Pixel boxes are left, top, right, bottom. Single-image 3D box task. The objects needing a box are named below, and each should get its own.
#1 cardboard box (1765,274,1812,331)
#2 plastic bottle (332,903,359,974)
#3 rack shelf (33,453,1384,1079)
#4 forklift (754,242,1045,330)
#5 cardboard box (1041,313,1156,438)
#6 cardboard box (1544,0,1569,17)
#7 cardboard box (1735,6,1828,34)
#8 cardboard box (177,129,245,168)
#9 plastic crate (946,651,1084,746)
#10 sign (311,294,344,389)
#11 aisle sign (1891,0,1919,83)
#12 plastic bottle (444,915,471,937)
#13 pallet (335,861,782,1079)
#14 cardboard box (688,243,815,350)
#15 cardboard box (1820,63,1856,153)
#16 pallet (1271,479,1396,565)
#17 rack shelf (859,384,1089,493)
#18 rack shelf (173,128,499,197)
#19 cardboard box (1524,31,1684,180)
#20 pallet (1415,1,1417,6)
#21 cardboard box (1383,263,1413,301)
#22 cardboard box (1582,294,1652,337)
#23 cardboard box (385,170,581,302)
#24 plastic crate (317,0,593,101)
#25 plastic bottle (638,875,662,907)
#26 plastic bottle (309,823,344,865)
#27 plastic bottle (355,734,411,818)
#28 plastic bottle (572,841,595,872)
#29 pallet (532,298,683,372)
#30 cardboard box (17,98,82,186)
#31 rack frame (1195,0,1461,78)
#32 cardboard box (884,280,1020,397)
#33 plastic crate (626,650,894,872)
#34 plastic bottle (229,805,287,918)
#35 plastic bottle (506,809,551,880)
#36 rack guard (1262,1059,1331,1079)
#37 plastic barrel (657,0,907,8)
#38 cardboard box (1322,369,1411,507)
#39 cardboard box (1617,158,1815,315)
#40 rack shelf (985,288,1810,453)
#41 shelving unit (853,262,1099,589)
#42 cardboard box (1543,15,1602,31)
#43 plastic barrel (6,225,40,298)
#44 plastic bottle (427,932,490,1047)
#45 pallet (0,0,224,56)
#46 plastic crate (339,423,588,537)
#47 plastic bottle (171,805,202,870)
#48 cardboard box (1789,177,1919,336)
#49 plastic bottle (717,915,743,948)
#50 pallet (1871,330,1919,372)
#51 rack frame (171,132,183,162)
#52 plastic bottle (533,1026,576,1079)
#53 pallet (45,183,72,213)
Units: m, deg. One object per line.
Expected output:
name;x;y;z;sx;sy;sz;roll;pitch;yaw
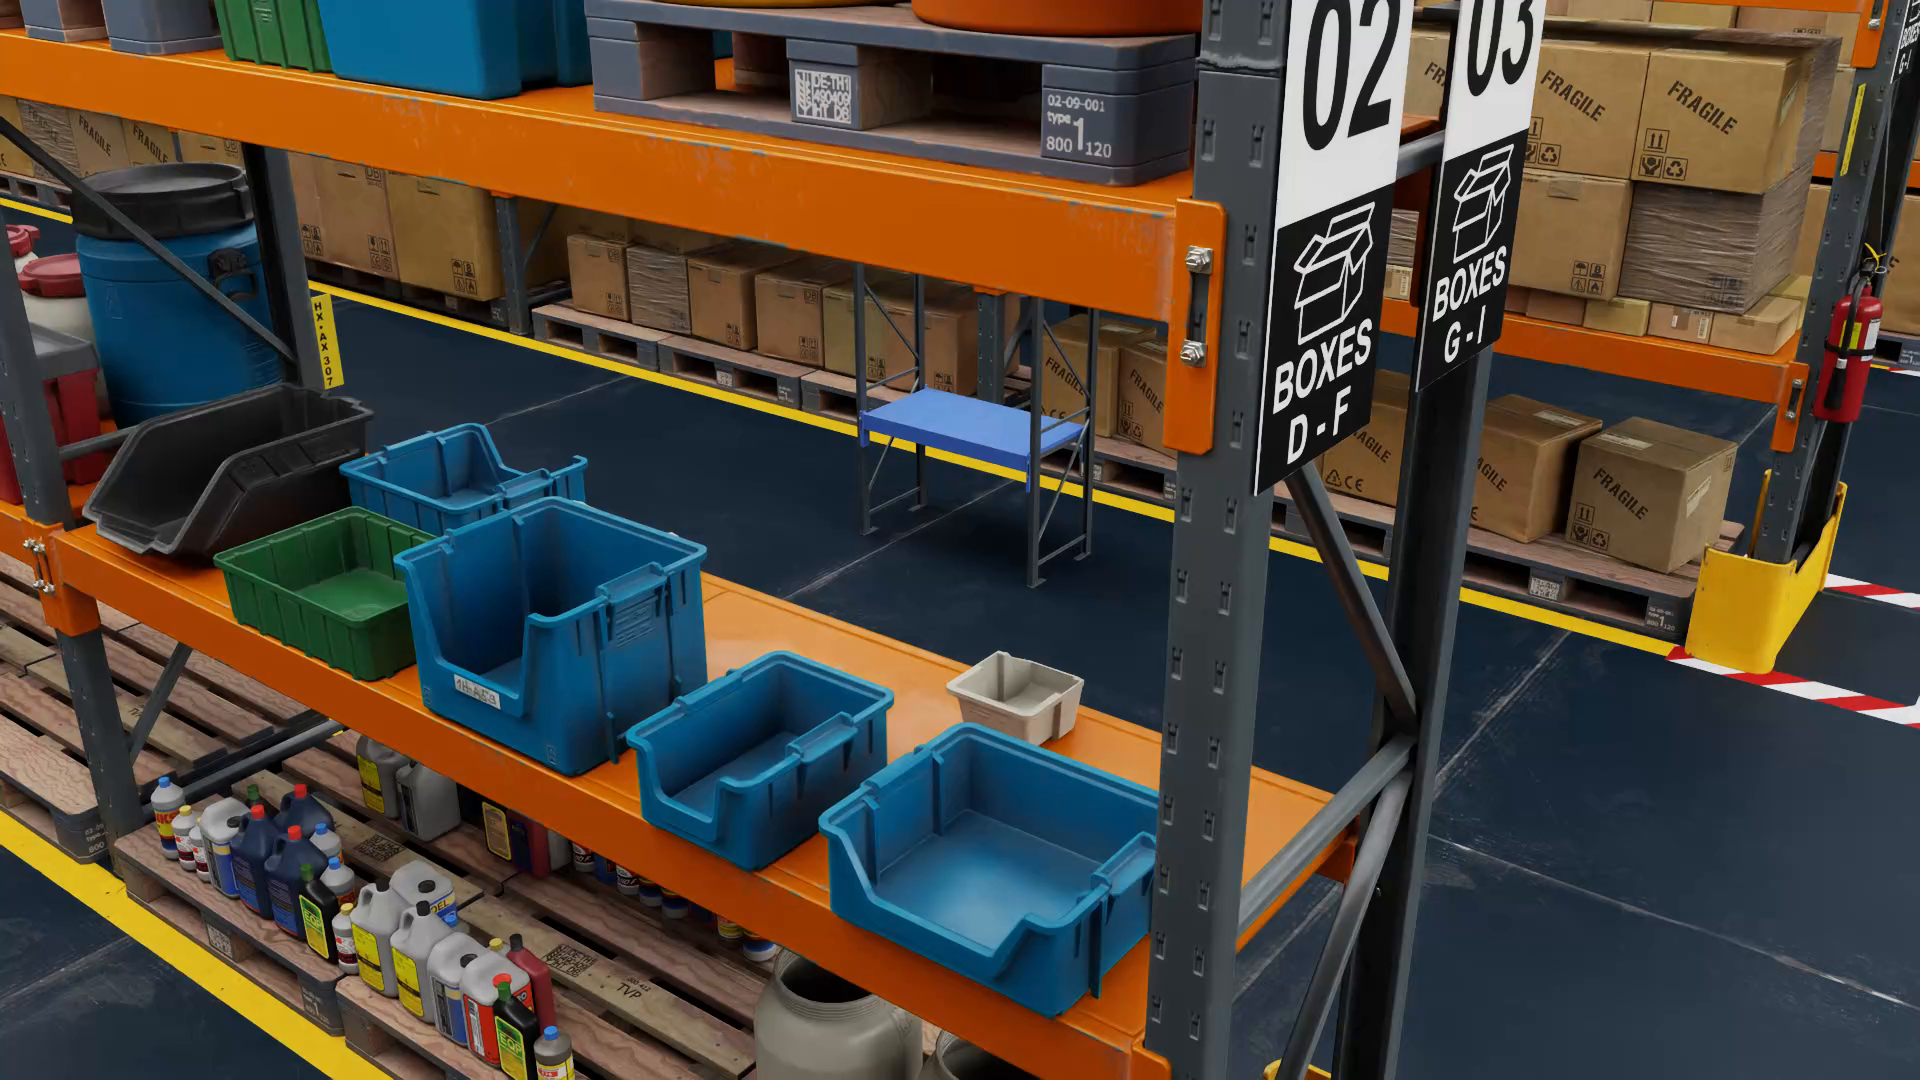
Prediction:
cardboard box;3.555;-1.041;7.203;0.250;0.149;0.380;17;29;33
plastic bottle;-1.770;1.151;4.843;0.097;0.201;0.097;0;24;0
rack shelf;-0.930;0.434;4.437;4.000;0.370;1.077;17;29;33
forklift;-0.661;-3.137;11.734;1.130;2.935;3.031;-15;28;-31
cardboard box;0.736;-0.916;9.187;0.500;0.500;0.500;16;28;32
cardboard box;4.280;-3.920;11.901;0.550;0.550;0.875;17;29;33
cardboard box;5.560;-3.533;11.023;0.550;0.550;0.875;17;29;33
cardboard box;-5.438;-2.983;13.415;0.875;0.875;1.225;17;29;33
plastic crate;0.147;0.389;3.975;0.250;0.136;0.298;17;29;33
sign;-2.192;-0.681;5.731;0.005;0.325;0.100;17;29;33
aisle sign;3.510;-2.088;6.044;0.004;0.787;0.394;17;29;33
plastic bottle;-1.456;1.173;4.792;0.097;0.201;0.097;0;24;0
pallet;-1.038;1.368;4.884;1.213;0.211;1.003;17;29;33
cardboard box;-1.304;-1.581;10.673;0.500;0.500;0.700;20;31;38
cardboard box;5.919;-2.855;10.824;0.550;0.550;0.875;17;29;33
pallet;1.979;-0.255;8.567;1.213;0.211;1.003;17;29;33
rack shelf;0.068;-0.501;7.973;1.000;0.185;0.538;17;29;33
rack shelf;-4.361;-3.099;12.455;4.000;0.370;1.077;17;29;33
cardboard box;2.649;-1.822;6.931;0.500;0.500;0.500;17;29;33
pallet;4.791;-5.588;17.451;1.213;0.211;1.003;17;29;33
cardboard box;2.025;-1.226;7.624;0.250;0.149;0.380;17;29;33
cardboard box;2.858;-1.002;7.115;0.250;0.149;0.380;17;29;33
cardboard box;-3.301;-2.338;11.950;0.875;0.875;1.225;15;28;31
plastic crate;-1.037;-1.141;3.419;0.575;0.384;0.392;17;29;33
plastic bottle;-0.948;0.989;5.122;0.097;0.271;0.097;0;24;0
plastic bottle;-1.945;0.993;5.113;0.097;0.271;0.097;0;24;0
plastic bottle;-1.929;0.741;5.588;0.185;0.351;0.144;17;29;33
plastic bottle;-1.192;0.948;5.304;0.097;0.201;0.097;0;24;0
pallet;-2.137;-1.479;11.345;1.213;0.211;1.003;17;29;33
cardboard box;-7.874;-3.750;15.155;0.875;0.875;0.875;17;29;33
rack frame;0.670;-2.157;1.985;0.127;3.000;1.000;17;29;33
cardboard box;-0.039;-1.190;9.785;0.500;0.500;0.700;14;28;29
plastic crate;-0.426;0.473;3.641;0.408;0.251;0.499;17;29;33
plastic bottle;-2.134;0.961;5.089;0.185;0.351;0.144;18;29;35
plastic bottle;-1.366;0.925;5.254;0.133;0.283;0.061;17;29;33
rack guard;0.581;1.729;3.706;0.348;0.500;1.175;17;29;33
plastic barrel;-0.318;-1.297;3.000;0.600;0.588;0.600;0;24;0
cardboard box;2.162;-0.505;8.256;0.500;0.500;0.500;20;31;38
cardboard box;3.217;-1.334;7.063;0.500;0.500;0.875;17;29;33
rack shelf;2.040;-1.164;8.064;4.000;0.370;1.077;17;29;33
shelving unit;0.068;-0.666;7.901;1.048;1.500;0.538;17;29;33
cardboard box;2.567;-2.114;7.594;0.500;0.500;0.500;17;29;33
plastic barrel;-3.752;-0.921;6.451;0.433;0.535;0.433;0;24;0
plastic bottle;-1.359;1.227;4.577;0.135;0.276;0.152;16;28;32
pallet;-1.895;-1.522;4.499;1.003;0.211;1.213;17;29;33
plastic crate;-1.482;-0.131;5.011;0.616;0.251;0.499;17;29;33
plastic bottle;-2.457;0.943;5.314;0.097;0.201;0.097;0;24;0
cardboard box;6.114;-1.948;11.066;0.875;0.875;0.875;17;29;34
plastic bottle;-0.677;1.103;4.950;0.097;0.201;0.097;0;24;0
pallet;6.009;-1.478;11.342;1.213;0.211;1.003;17;29;33
rack frame;-5.962;-3.912;13.408;0.127;3.000;1.000;17;29;33
plastic bottle;-1.063;1.365;4.357;0.097;0.201;0.097;0;24;0
pallet;-7.504;-3.139;15.114;1.213;0.211;1.003;17;29;33
